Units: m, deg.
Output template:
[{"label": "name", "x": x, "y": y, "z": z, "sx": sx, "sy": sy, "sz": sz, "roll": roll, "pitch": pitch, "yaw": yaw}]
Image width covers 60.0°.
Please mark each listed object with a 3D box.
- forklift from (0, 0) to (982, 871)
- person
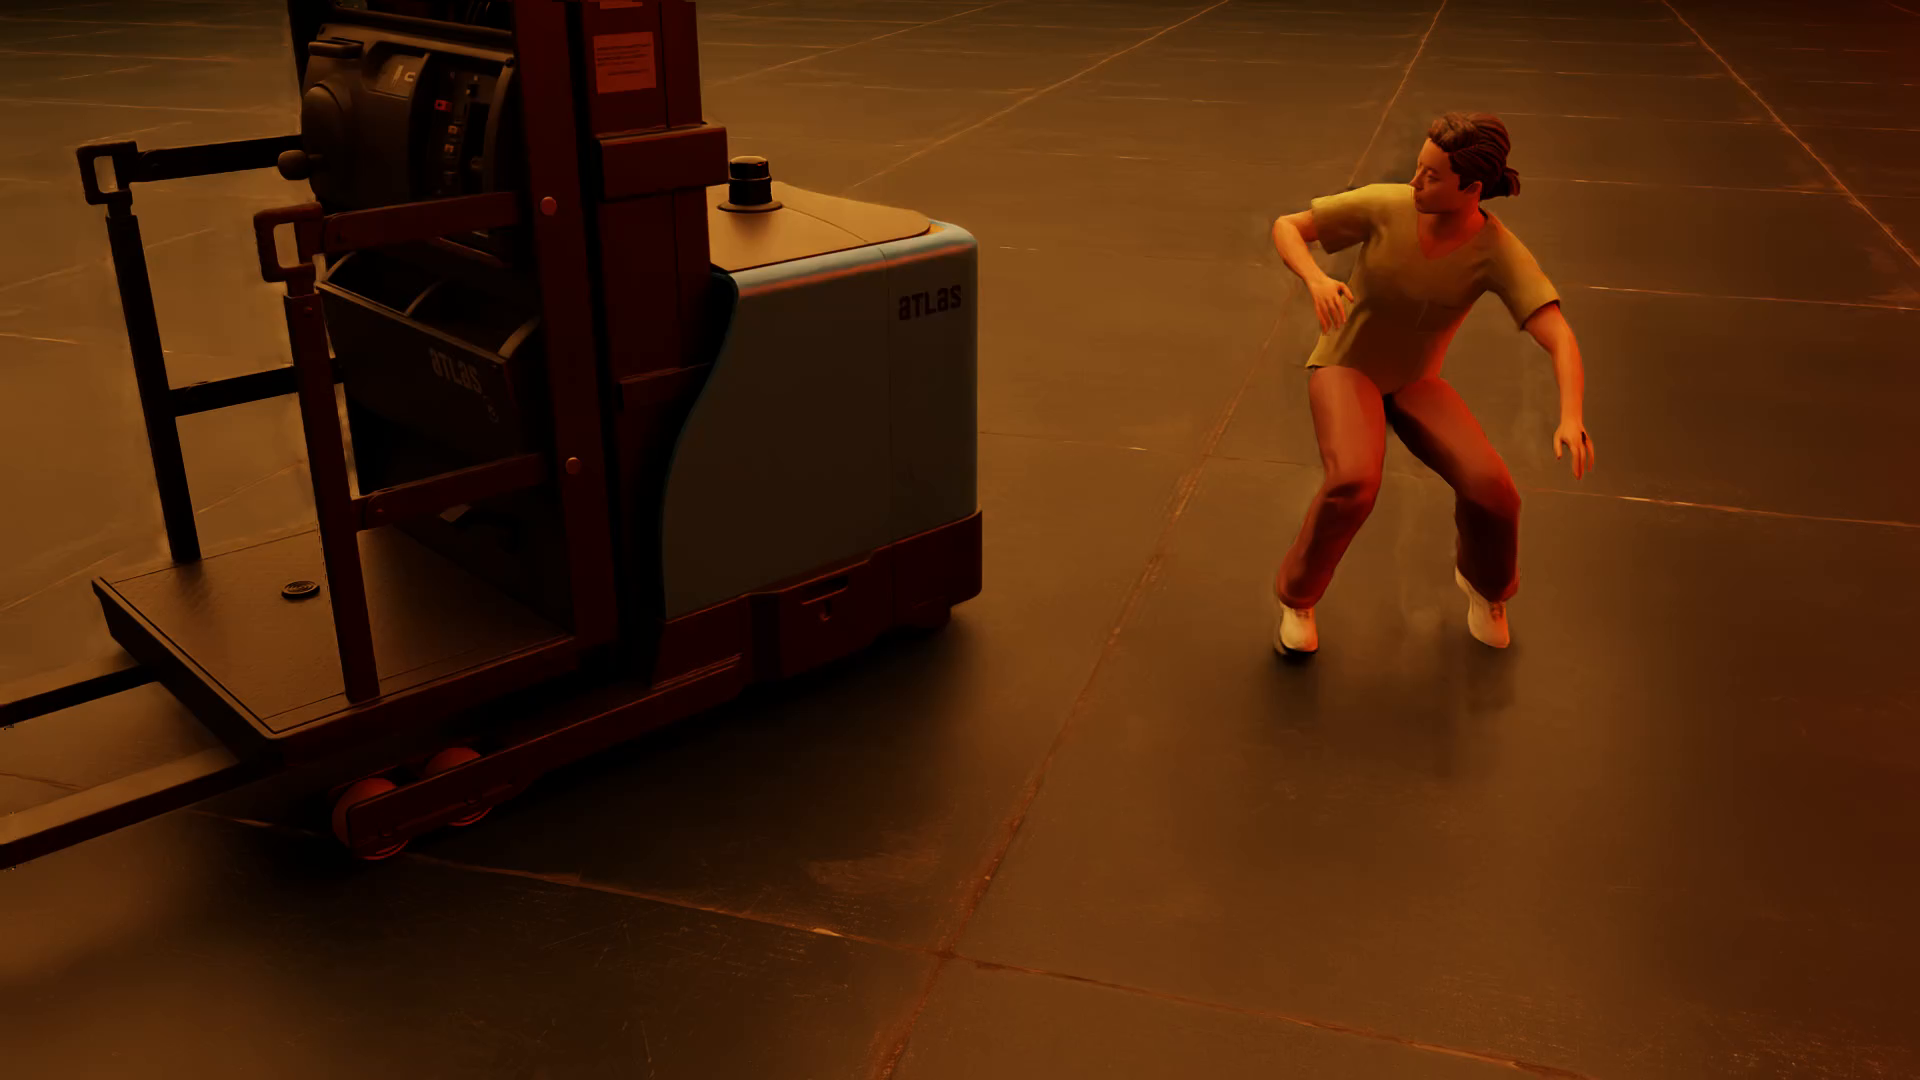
[{"label": "forklift", "x": -1.362, "y": -0.908, "z": 3.478, "sx": 3.031, "sy": 2.935, "sz": 1.130, "roll": -20, "pitch": 29, "yaw": -39}, {"label": "person", "x": 1.140, "y": -0.350, "z": 4.172, "sx": 0.722, "sy": 1.417, "sz": 0.796, "roll": 1, "pitch": 22, "yaw": 3}]
